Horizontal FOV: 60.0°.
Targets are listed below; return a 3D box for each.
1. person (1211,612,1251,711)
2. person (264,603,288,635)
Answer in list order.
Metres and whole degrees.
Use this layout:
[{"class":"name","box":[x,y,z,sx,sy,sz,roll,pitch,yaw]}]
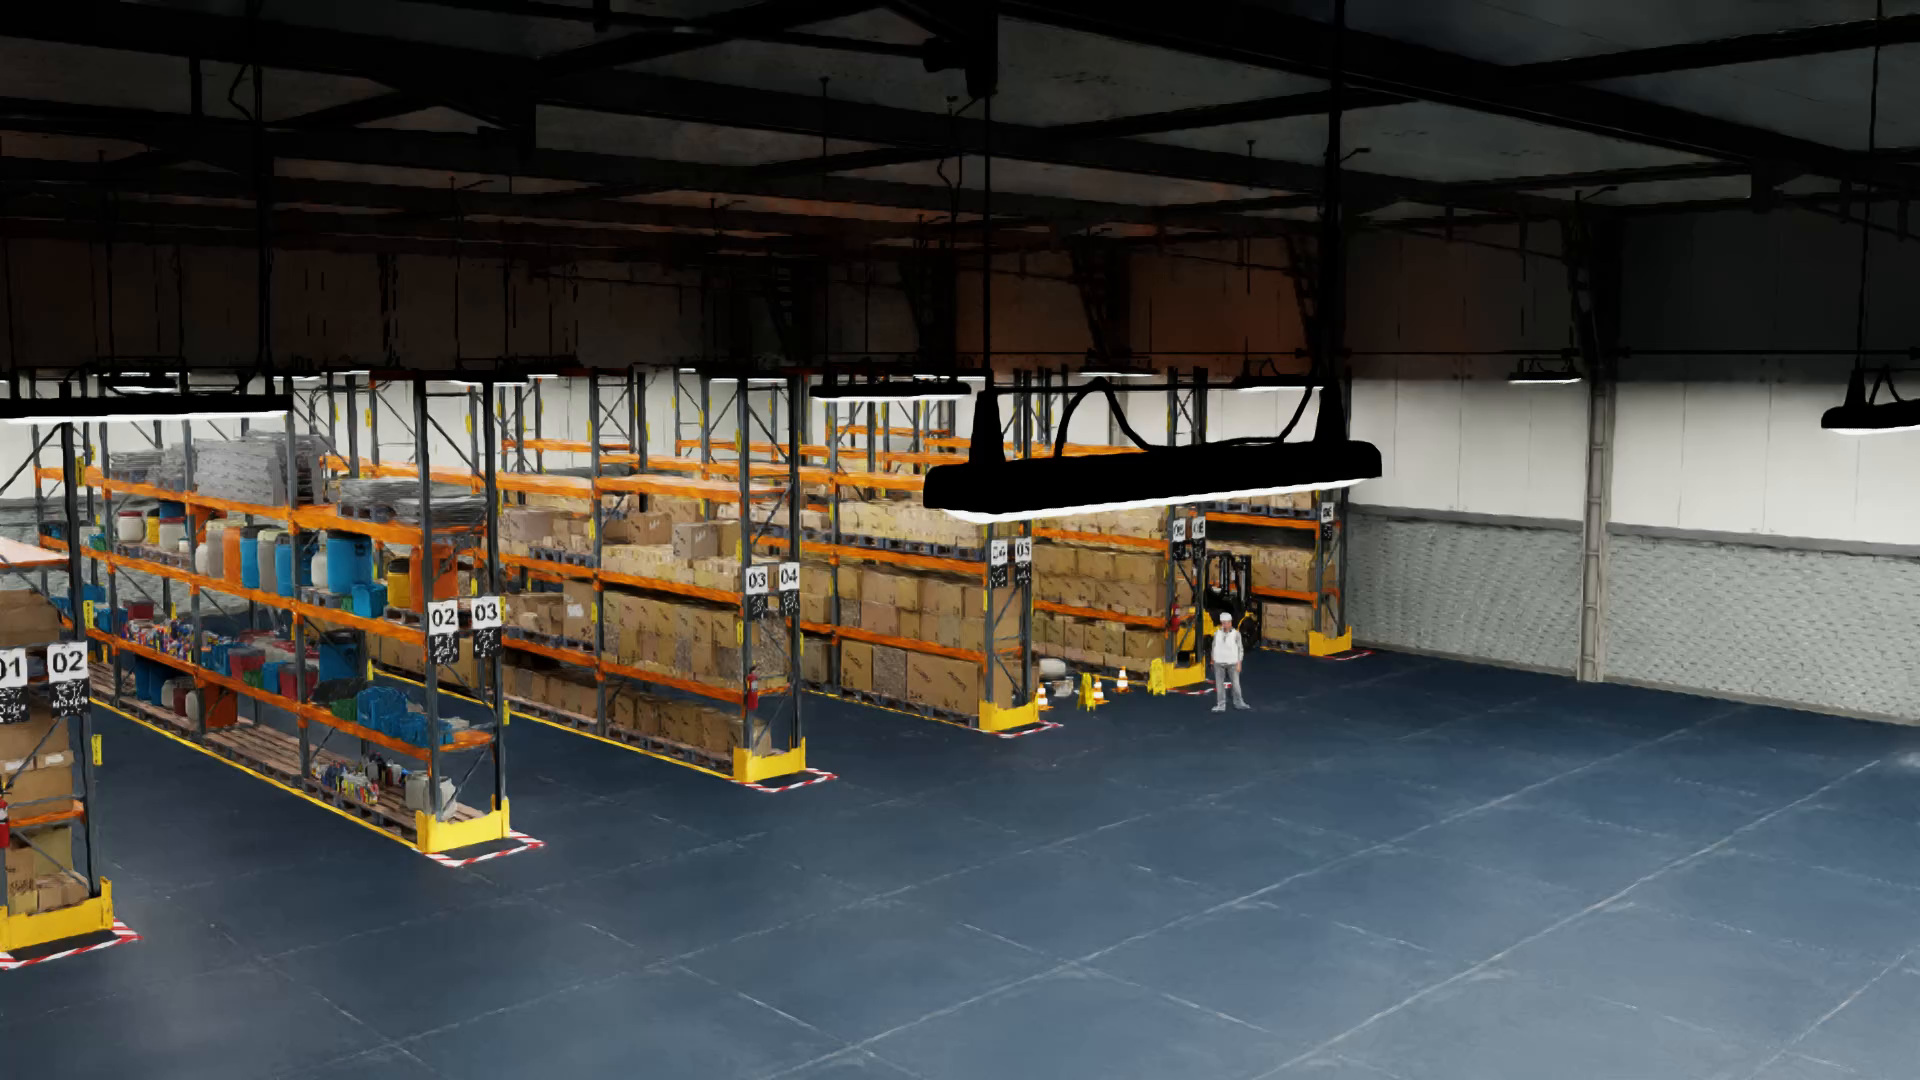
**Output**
[{"class":"person","box":[4.785,2.143,29.424,0.719,1.769,0.469,2,7,18]},{"class":"person","box":[-15.358,1.340,37.268,0.475,1.590,0.476,0,6,-4]}]
